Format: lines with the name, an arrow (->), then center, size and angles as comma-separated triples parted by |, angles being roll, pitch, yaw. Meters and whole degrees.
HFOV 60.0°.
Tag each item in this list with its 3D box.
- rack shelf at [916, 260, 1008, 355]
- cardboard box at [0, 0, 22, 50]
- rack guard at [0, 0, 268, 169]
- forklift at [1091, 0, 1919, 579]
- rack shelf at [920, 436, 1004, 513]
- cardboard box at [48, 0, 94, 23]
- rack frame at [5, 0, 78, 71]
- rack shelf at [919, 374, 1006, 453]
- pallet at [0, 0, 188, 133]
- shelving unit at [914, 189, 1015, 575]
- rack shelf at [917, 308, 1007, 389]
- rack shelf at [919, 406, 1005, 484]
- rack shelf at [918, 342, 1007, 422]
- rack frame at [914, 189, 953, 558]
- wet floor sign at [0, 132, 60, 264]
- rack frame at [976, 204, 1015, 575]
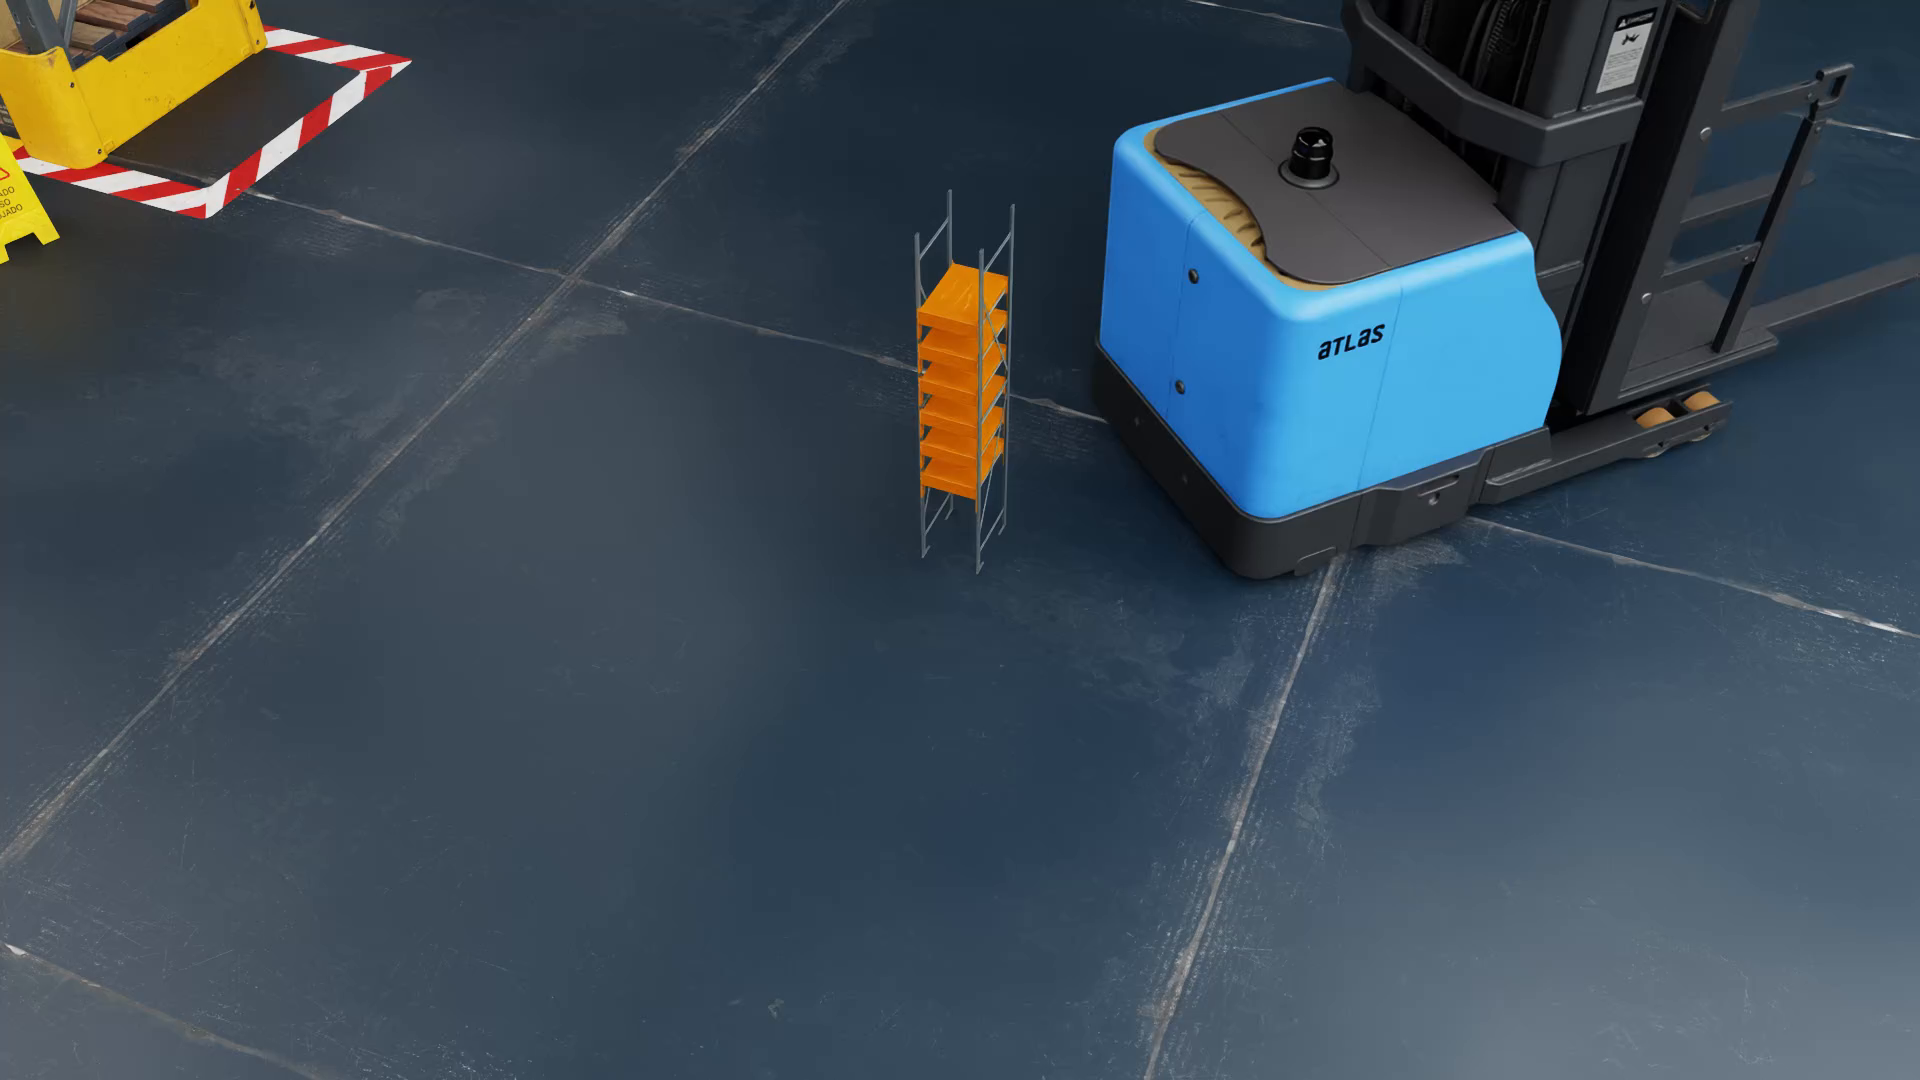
rack shelf -> 0.013, -0.645, 4.600 | 0.180, 0.103, 0.258 | 16, 47, 16
cardboard box -> -4.286, -2.189, 6.975 | 0.500, 0.250, 0.500 | 16, 47, 16
rack guard -> -3.484, -2.098, 7.004 | 0.348, 0.500, 1.175 | 16, 47, 16
forklift -> 2.003, -1.633, 4.813 | 3.031, 2.935, 1.130 | -18, 48, -17
rack shelf -> 0.013, -0.220, 5.023 | 0.180, 0.103, 0.258 | 16, 47, 16
cardboard box -> -4.052, -2.537, 7.325 | 0.500, 0.250, 0.500 | 16, 47, 16
rack frame -> -3.414, -2.964, 6.102 | 0.127, 3.000, 1.000 | 16, 47, 16
rack shelf -> 0.013, -0.390, 4.854 | 0.180, 0.103, 0.258 | 16, 47, 16
pallet -> -4.221, -2.239, 7.351 | 1.213, 0.211, 1.003 | 16, 47, 16
shelving unit -> 0.013, -0.421, 4.823 | 0.189, 1.200, 0.258 | 16, 47, 16
rack shelf -> 0.013, -0.560, 4.685 | 0.180, 0.103, 0.258 | 16, 47, 16
rack shelf -> 0.013, -0.305, 4.939 | 0.180, 0.103, 0.258 | 16, 47, 16
rack shelf -> 0.013, -0.475, 4.770 | 0.180, 0.103, 0.258 | 16, 47, 16
rack frame -> -0.071, -0.446, 4.848 | 0.006, 1.200, 0.240 | 16, 47, 16
wet floor sign -> -3.651, -1.381, 6.180 | 0.232, 0.644, 0.267 | 33, 54, 29
rack frame -> 0.098, -0.397, 4.798 | 0.006, 1.200, 0.240 | 16, 47, 16
